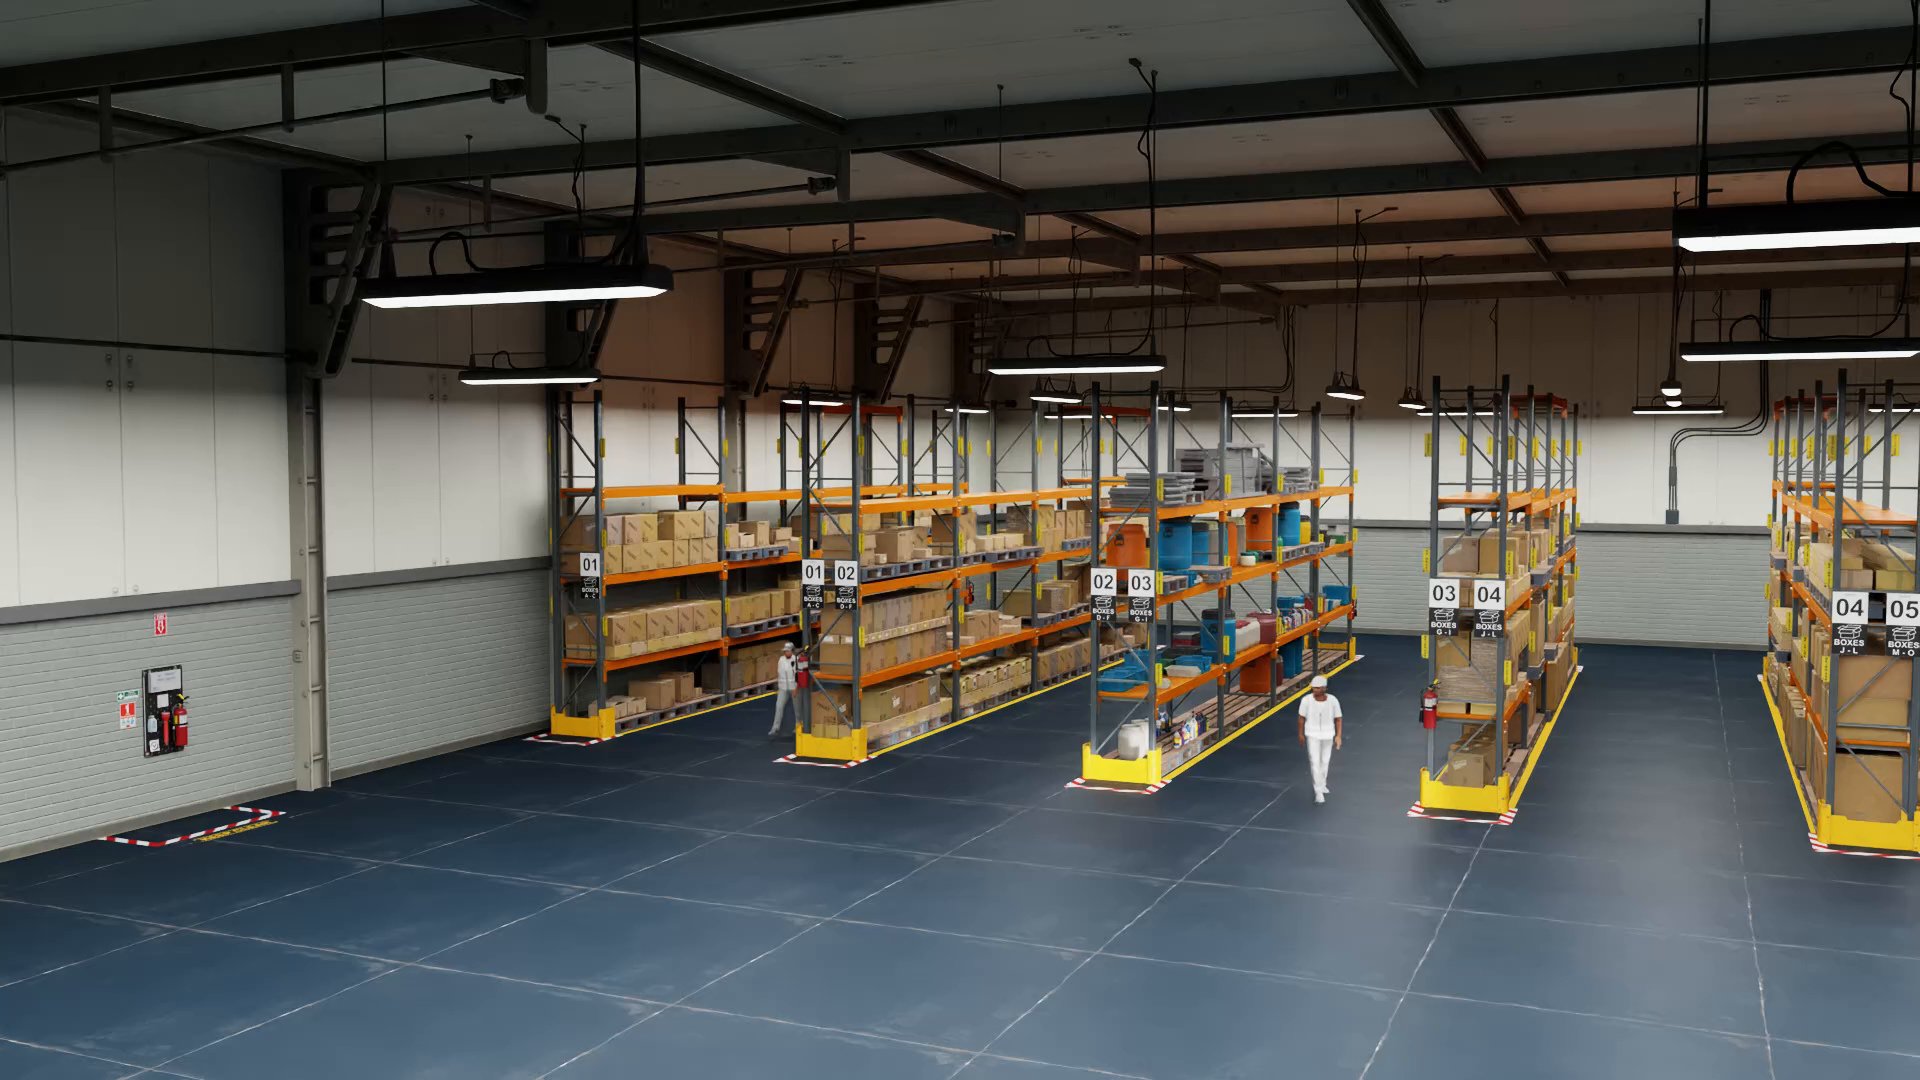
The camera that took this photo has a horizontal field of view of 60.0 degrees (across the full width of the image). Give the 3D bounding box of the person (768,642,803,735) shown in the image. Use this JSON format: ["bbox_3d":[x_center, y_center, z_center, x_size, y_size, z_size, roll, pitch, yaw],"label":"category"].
[{"bbox_3d":[-2.983,2.580,28.855,0.510,1.605,1.004,0,3,9],"label":"person"}]

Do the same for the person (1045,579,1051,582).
[{"bbox_3d":[2.204,1.820,42.340,0.691,1.664,0.541,0,3,-2],"label":"person"}]

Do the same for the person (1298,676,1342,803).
[{"bbox_3d":[5.140,2.800,23.690,0.598,1.723,0.928,0,3,4],"label":"person"}]
